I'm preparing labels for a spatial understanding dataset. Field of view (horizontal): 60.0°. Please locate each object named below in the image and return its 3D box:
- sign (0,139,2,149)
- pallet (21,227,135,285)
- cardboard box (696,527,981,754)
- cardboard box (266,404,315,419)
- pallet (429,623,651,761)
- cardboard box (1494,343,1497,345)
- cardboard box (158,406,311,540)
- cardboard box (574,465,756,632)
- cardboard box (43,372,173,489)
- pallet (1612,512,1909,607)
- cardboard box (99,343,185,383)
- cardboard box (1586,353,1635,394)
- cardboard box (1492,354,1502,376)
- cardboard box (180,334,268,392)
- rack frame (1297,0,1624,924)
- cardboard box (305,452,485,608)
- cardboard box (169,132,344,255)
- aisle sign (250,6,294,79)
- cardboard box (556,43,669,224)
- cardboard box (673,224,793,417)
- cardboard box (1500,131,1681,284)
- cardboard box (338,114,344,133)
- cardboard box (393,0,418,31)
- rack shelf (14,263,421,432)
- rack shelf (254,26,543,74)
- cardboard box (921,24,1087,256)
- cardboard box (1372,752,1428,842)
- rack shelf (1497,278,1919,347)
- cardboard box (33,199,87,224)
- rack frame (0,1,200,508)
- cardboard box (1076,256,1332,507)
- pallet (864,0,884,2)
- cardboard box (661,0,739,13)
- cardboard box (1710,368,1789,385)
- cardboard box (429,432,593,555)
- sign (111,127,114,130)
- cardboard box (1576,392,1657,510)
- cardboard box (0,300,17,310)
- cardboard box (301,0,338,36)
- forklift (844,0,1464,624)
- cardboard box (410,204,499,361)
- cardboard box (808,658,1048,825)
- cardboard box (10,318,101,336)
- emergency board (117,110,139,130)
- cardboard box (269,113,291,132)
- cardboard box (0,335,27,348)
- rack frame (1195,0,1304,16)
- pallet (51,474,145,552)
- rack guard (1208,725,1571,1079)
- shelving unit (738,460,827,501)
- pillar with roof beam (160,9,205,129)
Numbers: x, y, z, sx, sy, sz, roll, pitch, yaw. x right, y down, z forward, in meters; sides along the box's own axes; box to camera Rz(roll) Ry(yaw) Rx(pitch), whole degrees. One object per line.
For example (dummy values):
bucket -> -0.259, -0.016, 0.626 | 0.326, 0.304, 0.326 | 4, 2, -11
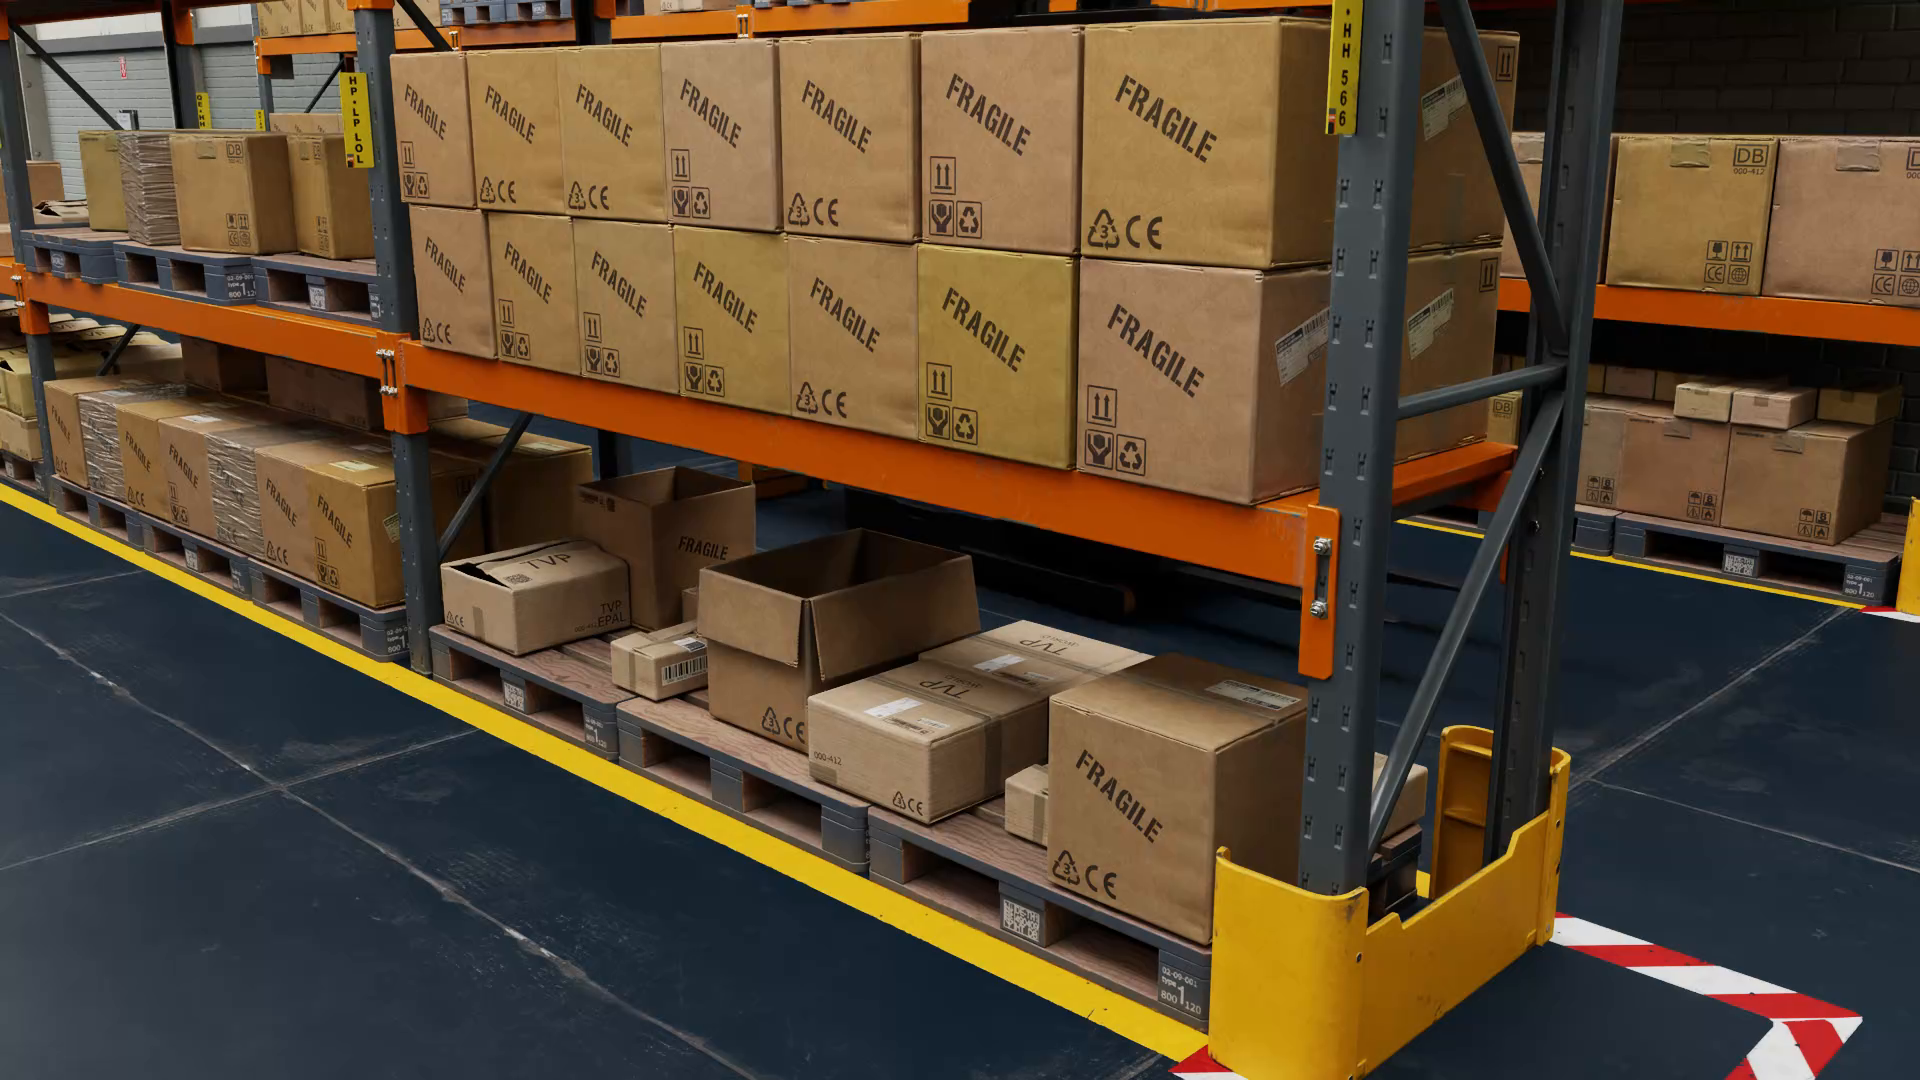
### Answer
sign -> -5.010, -2.181, 8.557 | 0.005, 0.325, 0.100 | 14, 20, 42
pallet -> -4.090, -1.523, 8.710 | 1.003, 0.211, 1.213 | 14, 20, 42
cardboard box -> -0.391, 0.301, 5.406 | 0.637, 0.503, 0.797 | 14, 20, 42
cardboard box -> -3.036, -0.423, 8.191 | 0.500, 0.500, 0.500 | 13, 19, 40
pallet -> -1.254, 0.448, 6.295 | 1.213, 0.211, 1.003 | 14, 20, 42
cardboard box -> 2.760, -1.003, 9.172 | 0.250, 0.149, 0.380 | 13, 19, 40
cardboard box -> -3.380, -0.324, 7.812 | 0.500, 0.500, 0.500 | 13, 19, 40
cardboard box -> -1.140, 0.023, 6.480 | 0.500, 0.500, 0.500 | 14, 20, 42
cardboard box -> -4.498, -0.594, 8.847 | 0.500, 0.500, 0.500 | -13, 20, -42
pallet -> 3.938, 0.002, 8.006 | 1.213, 0.211, 1.003 | 14, 20, 42
cardboard box -> -4.800, -1.011, 9.871 | 0.500, 0.311, 0.500 | -14, 20, -42
cardboard box -> 3.309, -0.870, 8.658 | 0.250, 0.149, 0.380 | 14, 20, 43
cardboard box -> 2.651, -0.895, 8.758 | 0.250, 0.149, 0.380 | 13, 19, 41
cardboard box -> -3.747, -0.958, 8.757 | 0.500, 0.250, 0.500 | -14, 20, -42
rack frame -> 1.132, -0.322, 3.718 | 0.127, 3.000, 1.000 | 14, 20, 42
cardboard box -> -2.302, -0.060, 6.797 | 0.500, 0.500, 0.500 | 14, 20, 42
cardboard box -> -3.062, -1.572, 7.483 | 0.500, 0.500, 0.700 | 8, 17, 28
aisle sign -> -7.210, -5.238, 17.430 | 0.004, 0.787, 0.394 | 14, 20, 42
cardboard box -> -0.862, -1.240, 5.062 | 0.500, 0.500, 0.500 | 13, 19, 41
cardboard box -> -0.473, -0.666, 4.840 | 0.500, 0.500, 0.500 | 13, 20, 41
cardboard box -> 3.120, -1.715, 8.469 | 0.700, 0.700, 0.980 | 12, 19, 40
cardboard box -> -5.719, -3.916, 16.282 | 0.500, 0.500, 0.500 | -14, 20, -42
cardboard box -> -4.961, -4.966, 15.354 | 0.500, 0.500, 0.500 | 12, 19, 38
rack shelf -> -3.187, -1.024, 7.839 | 4.000, 0.370, 1.077 | 14, 20, 42
rack shelf -> -5.510, -4.775, 16.288 | 4.000, 0.370, 1.077 | 14, 20, 42
cardboard box -> 0.257, -0.970, 4.026 | 0.500, 0.500, 0.500 | -14, 20, -43
cardboard box -> 1.069, 0.709, 4.543 | 0.250, 0.149, 0.380 | 14, 20, 42
rack shelf -> 3.128, -1.224, 8.606 | 4.000, 0.370, 1.077 | 14, 20, 42
cardboard box -> -5.136, -1.871, 9.839 | 0.500, 0.311, 0.500 | 13, 20, 42
rack frame -> -4.627, -1.722, 9.092 | 0.127, 3.000, 1.000 | 14, 20, 42
cardboard box -> 0.621, -0.399, 3.817 | 0.500, 0.500, 0.500 | -14, 20, -42
pallet -> 0.116, -3.684, 11.046 | 1.003, 0.211, 1.213 | -13, 20, -42
cardboard box -> -1.897, -4.117, 12.471 | 0.500, 0.311, 0.500 | 14, 20, 42
cardboard box -> 3.858, -0.736, 8.148 | 0.250, 0.149, 0.380 | 14, 20, 42
cardboard box -> -1.926, -0.154, 7.159 | 0.500, 0.500, 0.500 | 13, 19, 40
sign -> -12.247, -5.933, 24.130 | 0.331, 0.109, 0.001 | 14, 20, 42
cardboard box -> 3.272, -0.495, 8.508 | 0.500, 0.500, 0.700 | 13, 19, 40
cardboard box -> -7.016, -1.547, 11.929 | 0.500, 0.311, 0.500 | 14, 20, 42
cardboard box -> -6.145, -5.237, 16.395 | 0.500, 0.500, 0.500 | -13, 20, -42
forklift -> 0.822, -1.217, 7.288 | 3.031, 2.935, 1.130 | 14, 20, 43
cardboard box -> -1.570, -0.932, 5.860 | 0.500, 0.500, 0.500 | -14, 20, -43
cardboard box -> -0.093, 0.574, 4.862 | 0.500, 0.250, 0.500 | 14, 20, 42
cardboard box -> -5.920, -1.281, 10.907 | 0.500, 0.311, 0.500 | 13, 20, 42
emergency board -> -11.918, -5.546, 23.767 | 0.643, 1.169, 0.194 | 14, 20, 42
cardboard box -> -6.815, -4.184, 17.310 | 0.500, 0.500, 0.500 | 14, 20, 42
cardboard box -> -5.915, -1.092, 10.181 | 0.500, 0.311, 0.500 | 13, 20, 42
rack frame -> 1.688, -1.922, 9.858 | 0.127, 3.000, 1.000 | 14, 20, 42
pallet -> -4.116, -0.235, 8.916 | 1.213, 0.211, 1.003 | 14, 20, 42
rack guard -> 1.077, 0.874, 4.085 | 0.348, 0.500, 1.175 | 14, 20, 42
shelving unit -> -0.643, -0.888, 8.866 | 1.083, 1.500, 0.587 | 14, 20, 43
pillar with roof beam -> -13.153, -7.228, 18.326 | 0.400, 9.000, 9.100 | 14, 20, 42
